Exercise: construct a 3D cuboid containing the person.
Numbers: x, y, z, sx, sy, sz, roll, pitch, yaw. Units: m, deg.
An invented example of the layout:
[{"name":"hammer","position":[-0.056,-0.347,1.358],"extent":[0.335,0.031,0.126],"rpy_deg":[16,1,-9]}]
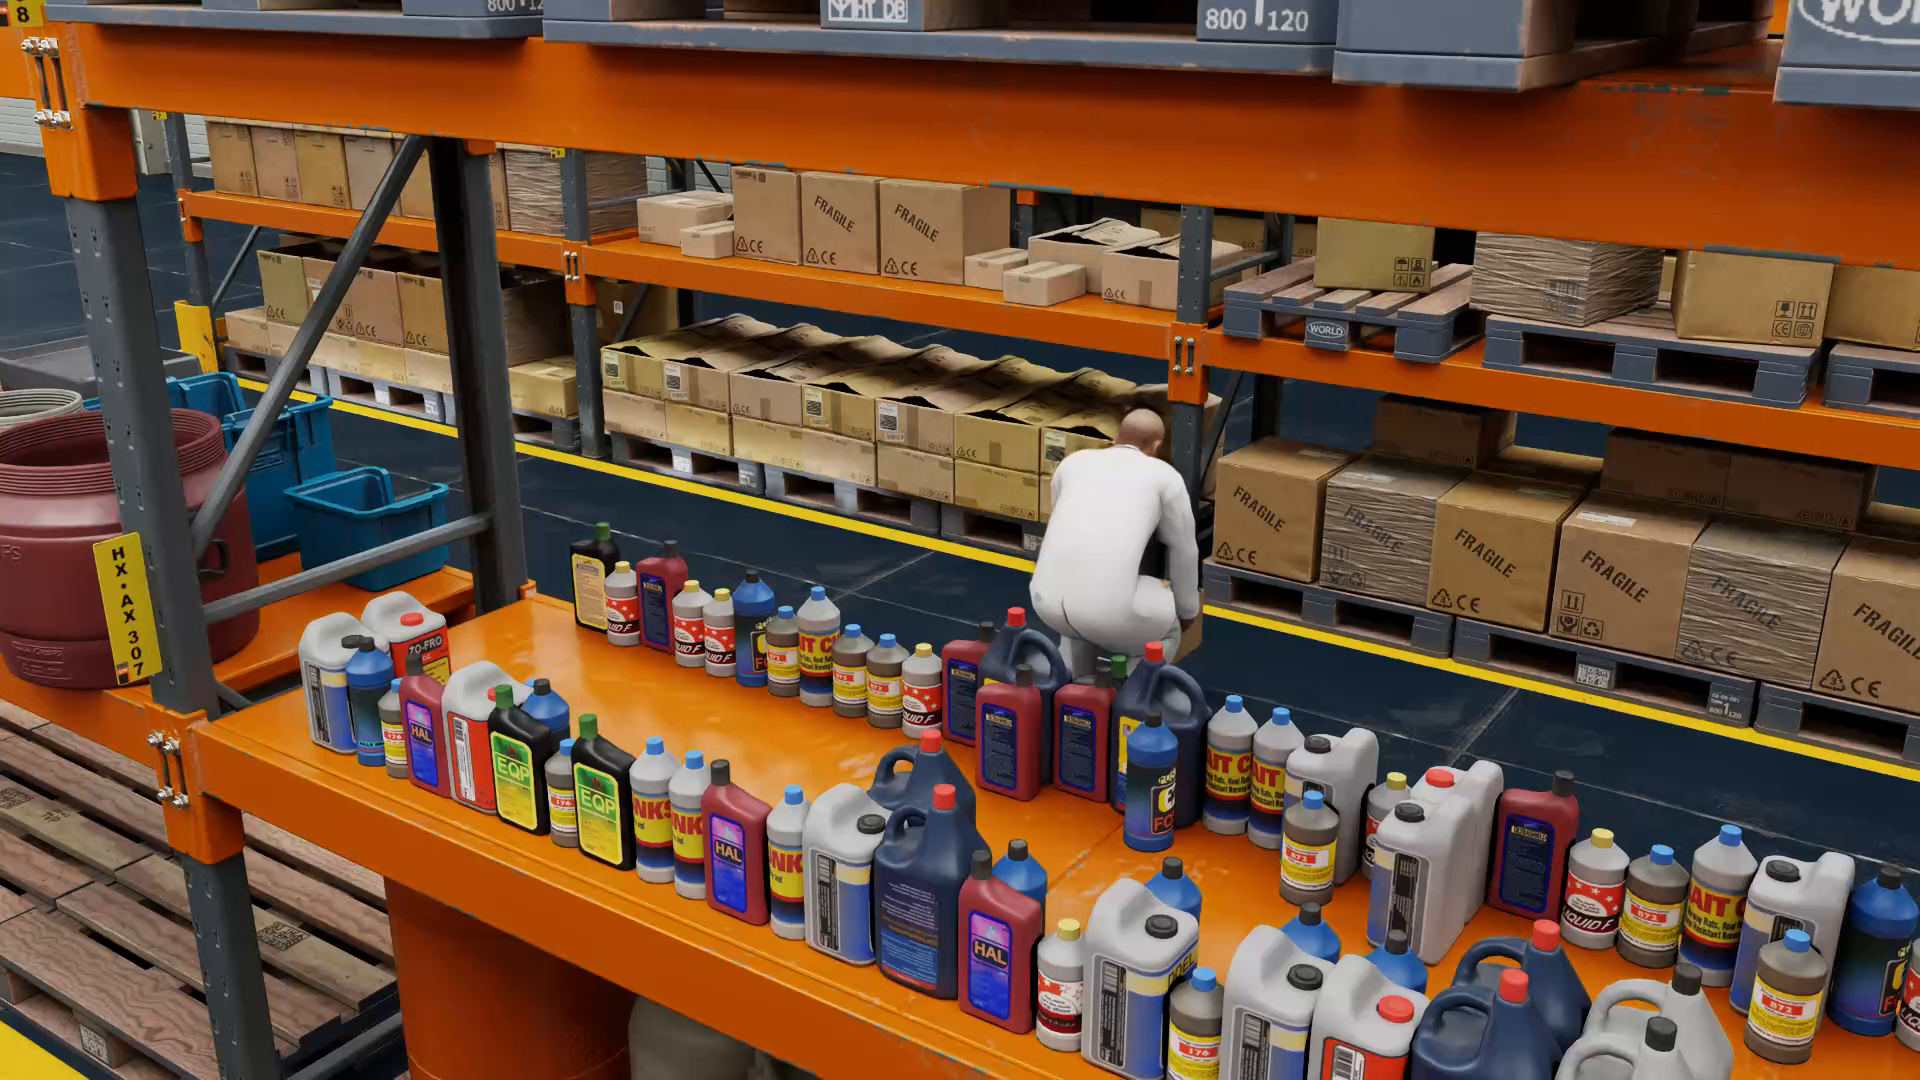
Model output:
[{"name":"person","position":[0.563,0.173,6.420],"extent":[0.631,1.235,0.796],"rpy_deg":[13,23,32]}]
